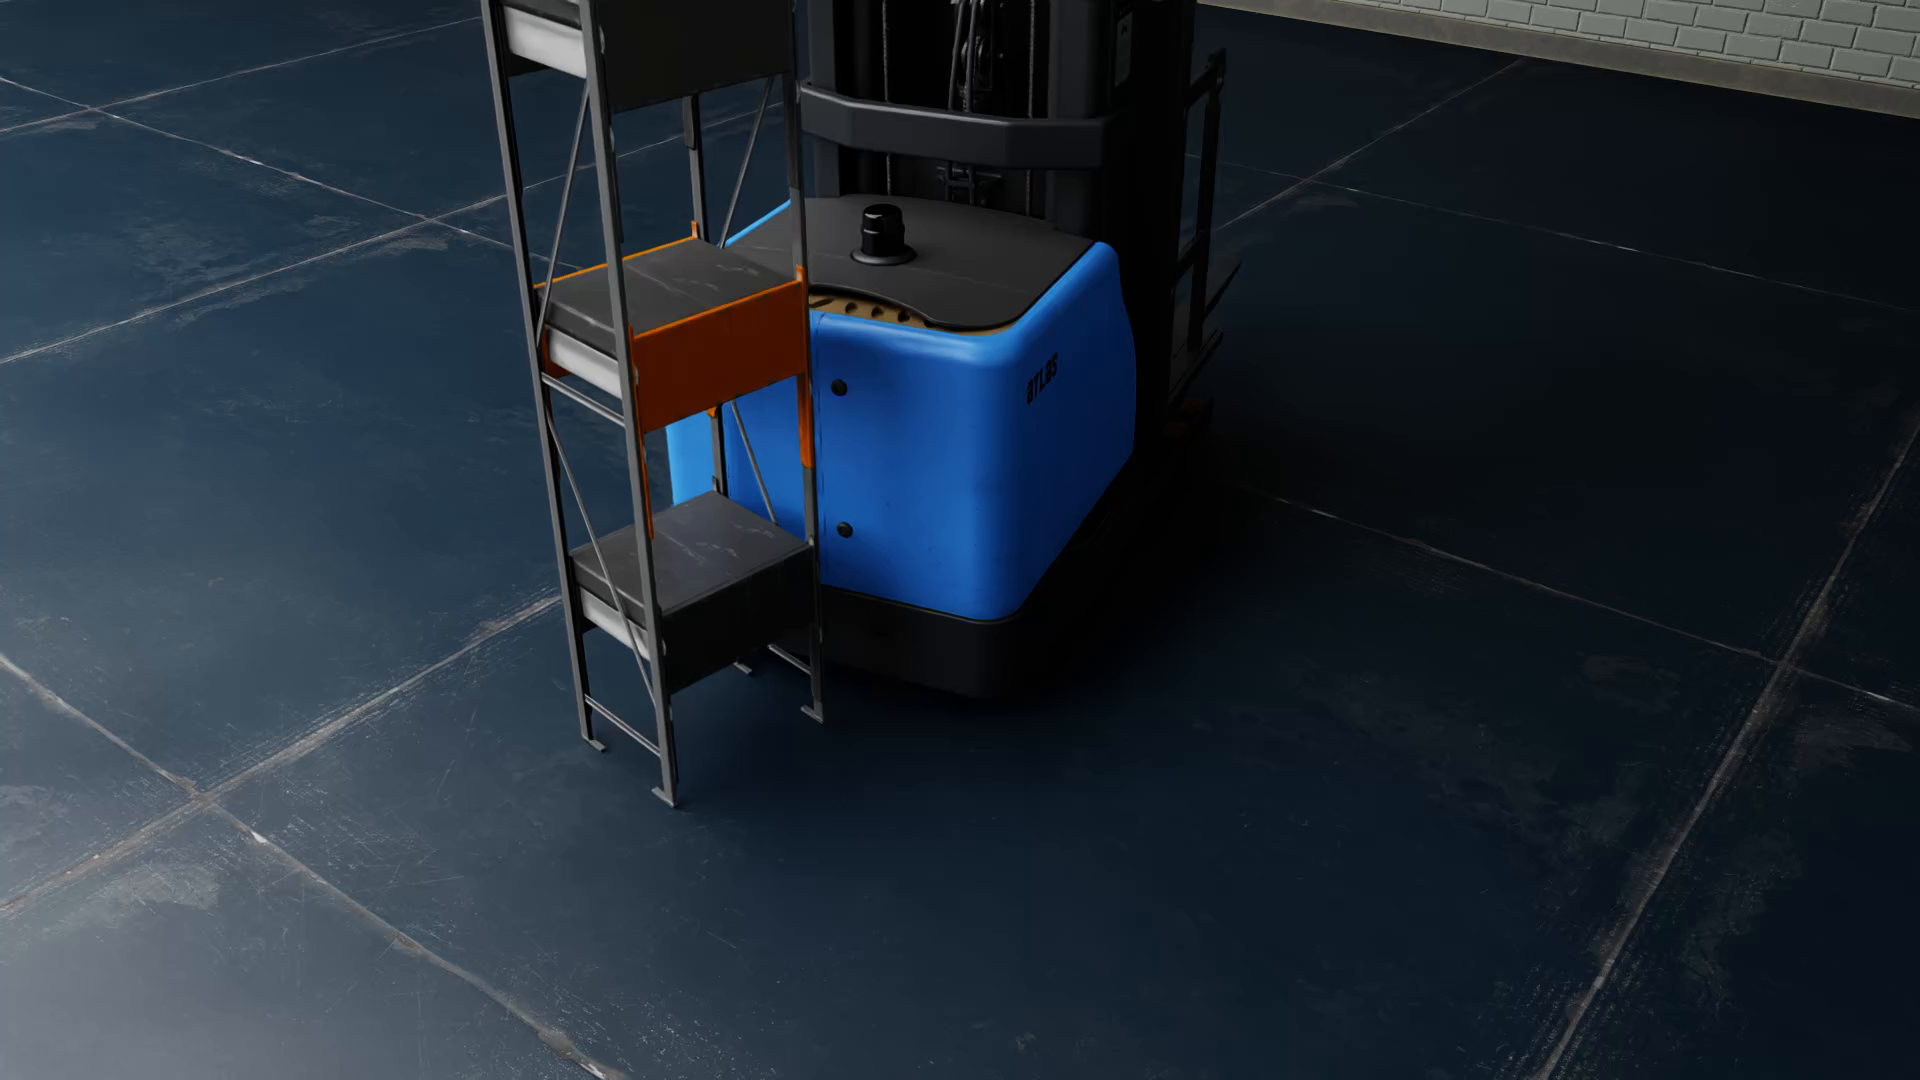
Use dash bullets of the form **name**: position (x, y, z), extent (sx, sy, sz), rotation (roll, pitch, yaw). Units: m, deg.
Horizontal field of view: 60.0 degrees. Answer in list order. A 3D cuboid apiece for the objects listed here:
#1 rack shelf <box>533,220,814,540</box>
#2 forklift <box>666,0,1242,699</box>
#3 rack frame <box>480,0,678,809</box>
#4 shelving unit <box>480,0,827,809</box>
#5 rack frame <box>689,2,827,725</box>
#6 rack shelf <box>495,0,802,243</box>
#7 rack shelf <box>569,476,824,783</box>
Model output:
- **rack shelf**: position (-0.665, -0.384, 3.861), extent (0.480, 0.518, 0.431), rotation (-27, 41, -37)
- **forklift**: position (0.237, -1.576, 5.034), extent (1.130, 2.935, 3.031), rotation (12, 33, 20)
- **rack frame**: position (-0.838, -0.308, 3.706), extent (0.015, 2.100, 0.400), rotation (-27, 41, -37)
- **shelving unit**: position (-0.665, -0.396, 3.854), extent (0.503, 2.100, 0.431), rotation (-27, 41, -37)
- **rack frame**: position (-0.493, -0.484, 4.002), extent (0.015, 2.100, 0.400), rotation (-27, 41, -37)
- **rack shelf**: position (-0.660, -0.984, 3.499), extent (0.480, 0.518, 0.431), rotation (-27, 41, -37)
- **rack shelf**: position (-0.671, 0.215, 4.223), extent (0.480, 0.518, 0.431), rotation (-27, 41, -37)
